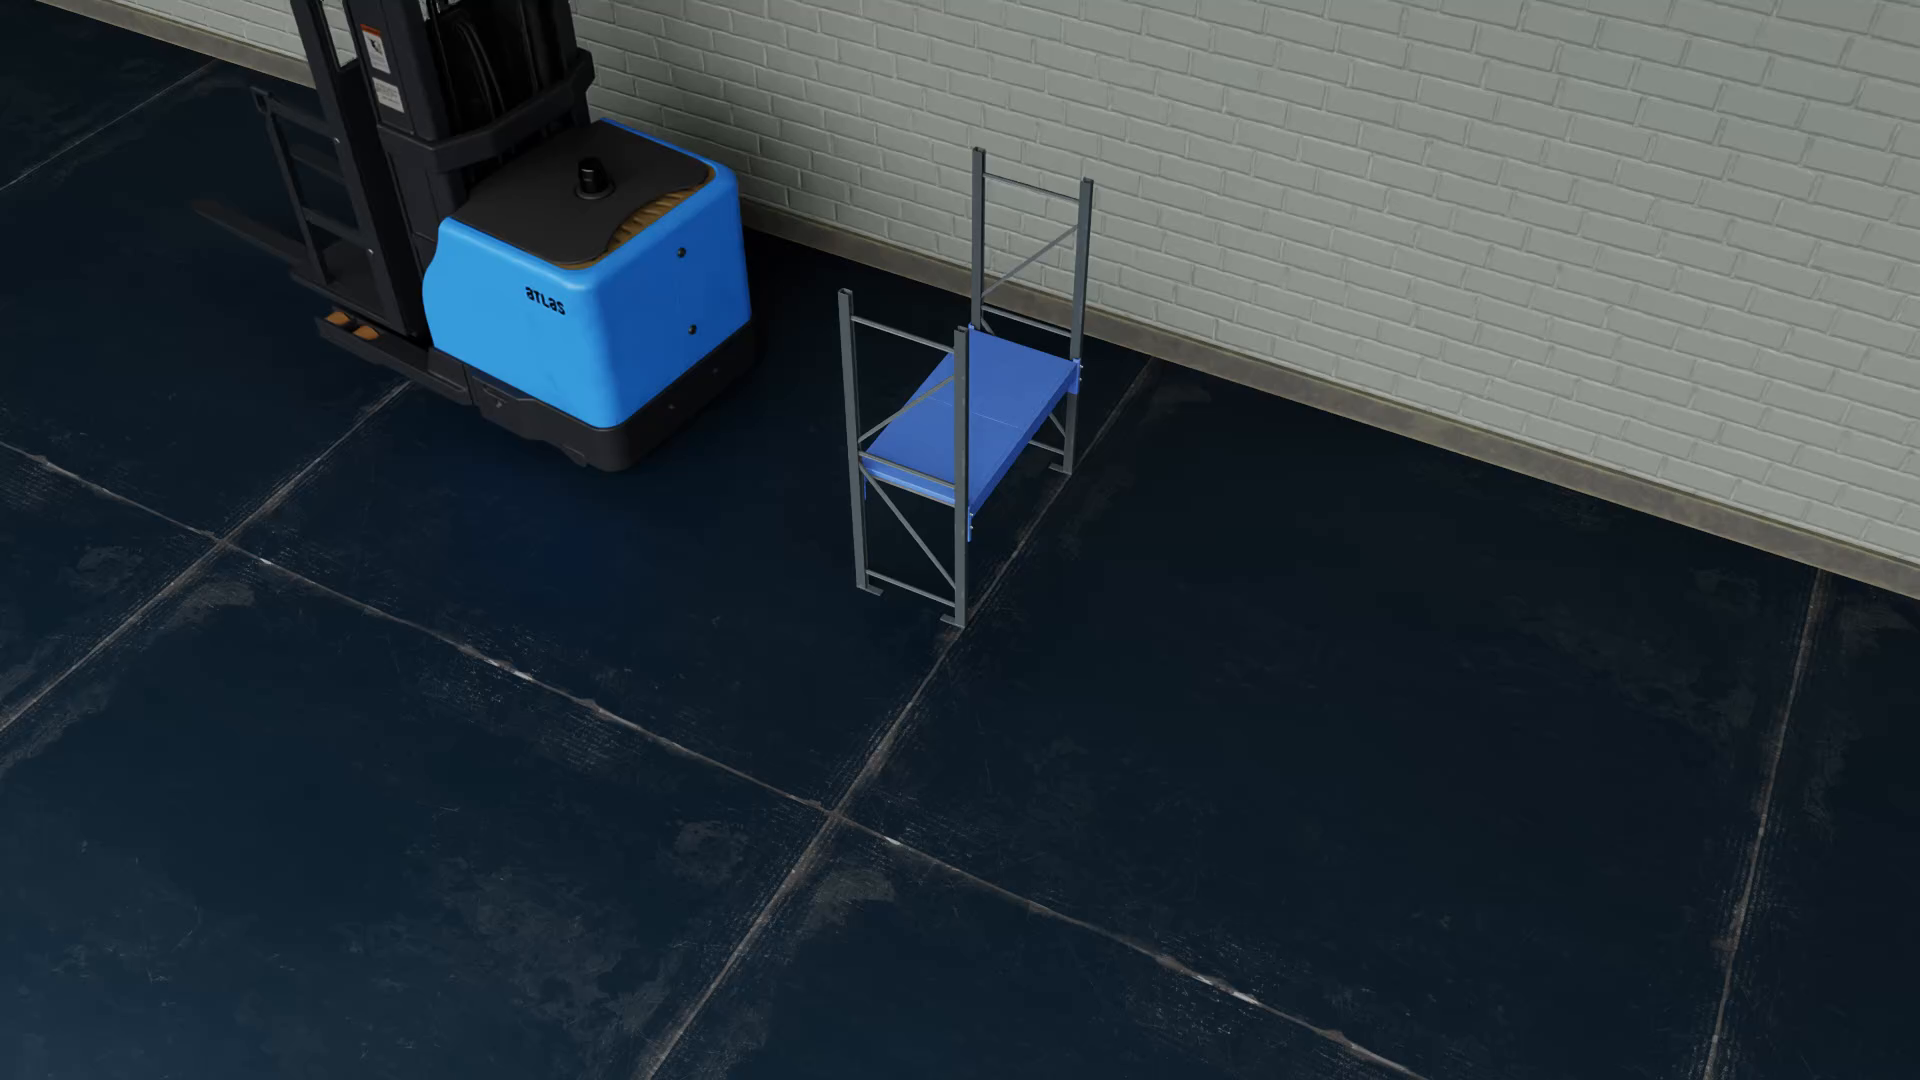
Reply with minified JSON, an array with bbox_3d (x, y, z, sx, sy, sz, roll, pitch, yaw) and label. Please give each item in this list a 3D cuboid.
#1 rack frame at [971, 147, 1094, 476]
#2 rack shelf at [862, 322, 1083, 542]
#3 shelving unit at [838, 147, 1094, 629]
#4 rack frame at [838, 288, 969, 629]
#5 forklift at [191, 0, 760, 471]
[{"bbox_3d":[0.276,-0.901,6.866,0.500,1.500,0.032,20,49,19],"label":"rack frame"},{"bbox_3d":[0.040,-0.455,6.678,0.538,0.185,1.000,20,49,19],"label":"rack shelf"},{"bbox_3d":[0.040,-0.581,6.550,0.538,1.500,1.048,20,49,19],"label":"shelving unit"},{"bbox_3d":[-0.196,-0.261,6.233,0.500,1.500,0.032,20,49,19],"label":"rack frame"},{"bbox_3d":[-2.443,-2.160,7.104,3.031,2.935,1.130,26,51,23],"label":"forklift"}]
